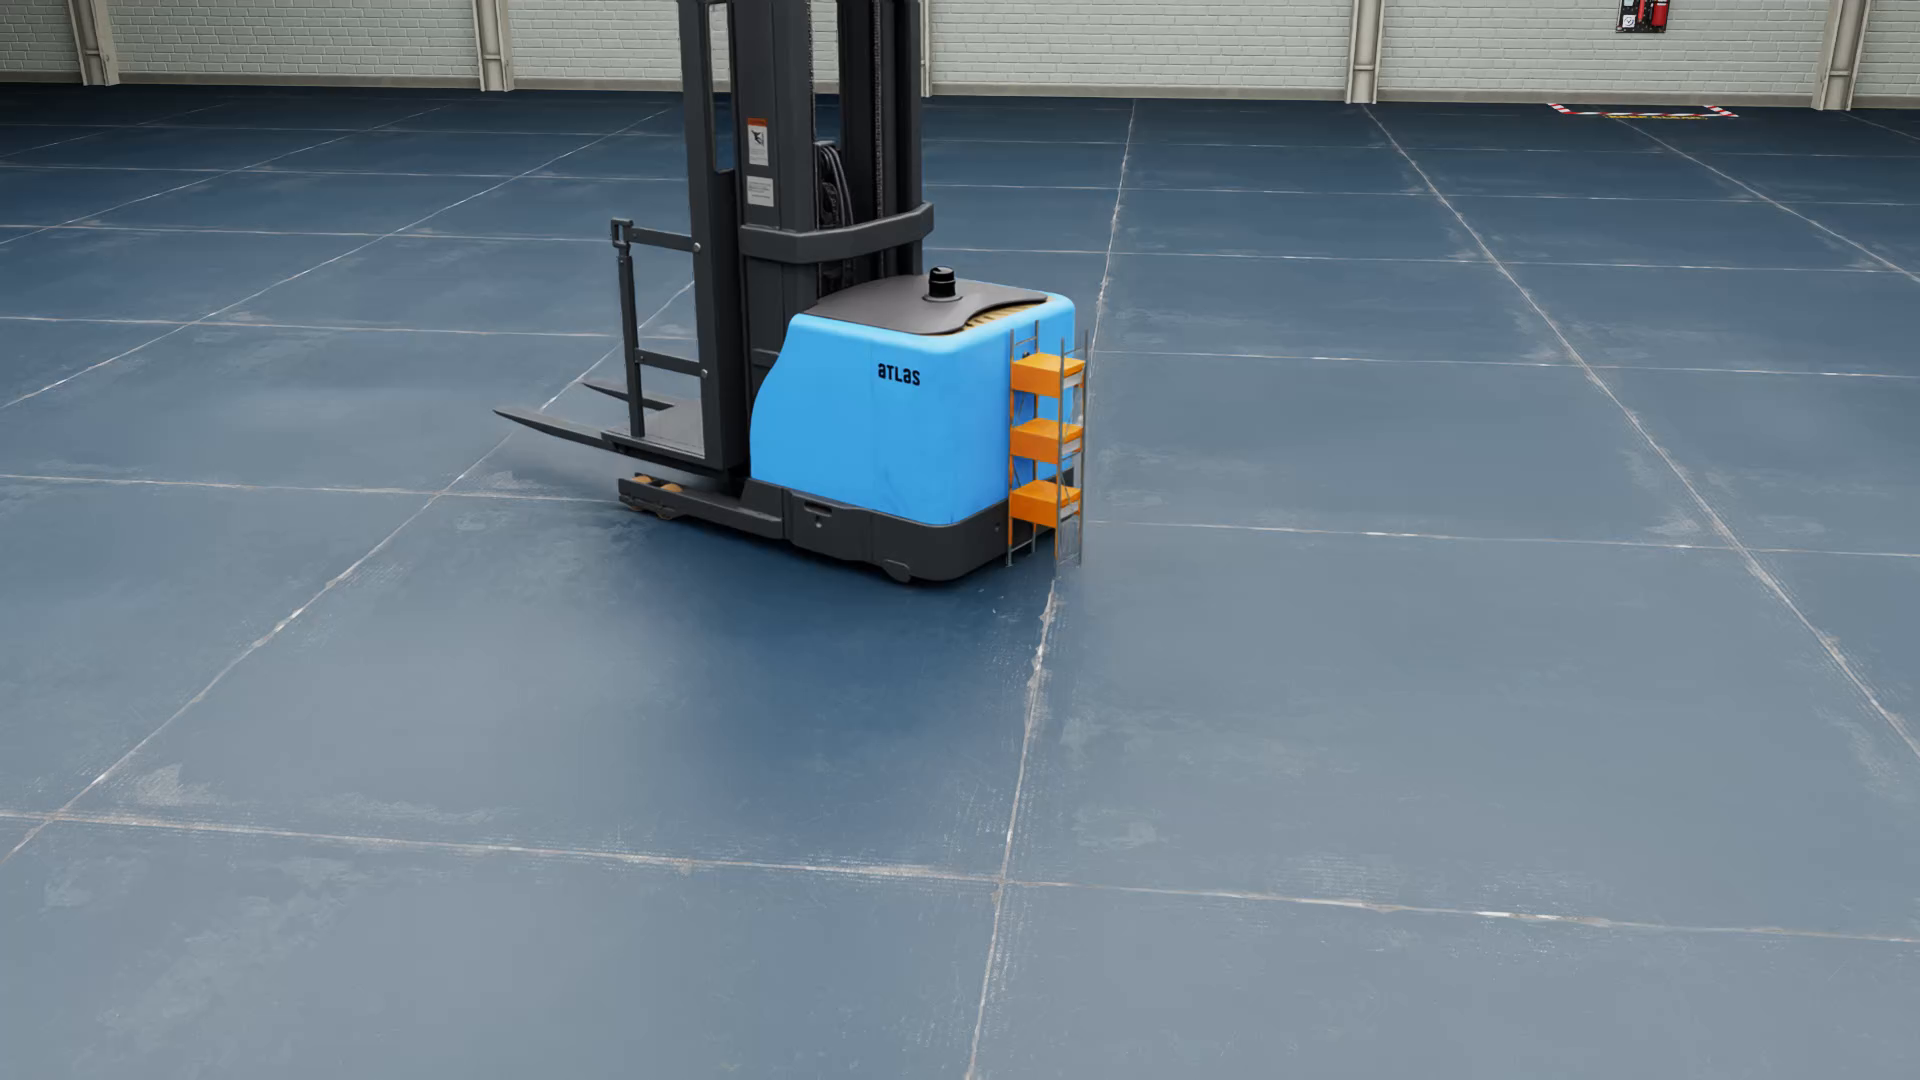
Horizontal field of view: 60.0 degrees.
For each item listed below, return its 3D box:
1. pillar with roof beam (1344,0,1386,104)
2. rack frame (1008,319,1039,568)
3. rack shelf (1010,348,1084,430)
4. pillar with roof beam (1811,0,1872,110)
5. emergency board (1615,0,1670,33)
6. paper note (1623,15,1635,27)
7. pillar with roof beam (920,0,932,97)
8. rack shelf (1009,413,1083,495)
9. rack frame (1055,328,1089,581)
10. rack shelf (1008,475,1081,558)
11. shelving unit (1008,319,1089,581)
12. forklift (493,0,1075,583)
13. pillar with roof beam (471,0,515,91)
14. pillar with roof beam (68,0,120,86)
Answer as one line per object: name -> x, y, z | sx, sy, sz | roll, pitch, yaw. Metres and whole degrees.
pillar with roof beam -> 4.855, -8.483, 16.658 | 0.400, 9.000, 9.100 | 2, 22, 6
rack frame -> 0.266, -0.398, 7.019 | 0.008, 1.050, 0.200 | 15, 26, 33
rack shelf -> 0.365, -0.626, 6.851 | 0.240, 0.259, 0.215 | 15, 26, 33
pillar with roof beam -> 10.814, -8.224, 16.001 | 0.400, 9.000, 9.100 | 2, 22, 6
emergency board -> 8.871, -7.126, 21.385 | 0.643, 1.169, 0.194 | 2, 22, 6
paper note -> 8.703, -6.750, 21.630 | 0.142, 0.148, 0.016 | 2, 22, 6
pillar with roof beam -> -1.103, -8.743, 17.314 | 0.400, 9.000, 9.100 | 2, 22, 6
rack shelf -> 0.365, -0.362, 6.956 | 0.240, 0.259, 0.215 | 15, 26, 33
rack frame -> 0.463, -0.345, 6.885 | 0.008, 1.050, 0.200 | 15, 26, 33
rack shelf -> 0.365, -0.103, 7.058 | 0.240, 0.259, 0.215 | 15, 26, 33
shelving unit -> 0.365, -0.372, 6.952 | 0.252, 1.050, 0.215 | 15, 26, 33
forklift -> -0.978, -1.596, 7.489 | 3.031, 2.935, 1.130 | 15, 26, 33
pillar with roof beam -> -7.061, -9.002, 17.971 | 0.400, 9.000, 9.100 | 2, 22, 6
pillar with roof beam -> -13.020, -9.262, 18.628 | 0.400, 9.000, 9.100 | 2, 22, 6
